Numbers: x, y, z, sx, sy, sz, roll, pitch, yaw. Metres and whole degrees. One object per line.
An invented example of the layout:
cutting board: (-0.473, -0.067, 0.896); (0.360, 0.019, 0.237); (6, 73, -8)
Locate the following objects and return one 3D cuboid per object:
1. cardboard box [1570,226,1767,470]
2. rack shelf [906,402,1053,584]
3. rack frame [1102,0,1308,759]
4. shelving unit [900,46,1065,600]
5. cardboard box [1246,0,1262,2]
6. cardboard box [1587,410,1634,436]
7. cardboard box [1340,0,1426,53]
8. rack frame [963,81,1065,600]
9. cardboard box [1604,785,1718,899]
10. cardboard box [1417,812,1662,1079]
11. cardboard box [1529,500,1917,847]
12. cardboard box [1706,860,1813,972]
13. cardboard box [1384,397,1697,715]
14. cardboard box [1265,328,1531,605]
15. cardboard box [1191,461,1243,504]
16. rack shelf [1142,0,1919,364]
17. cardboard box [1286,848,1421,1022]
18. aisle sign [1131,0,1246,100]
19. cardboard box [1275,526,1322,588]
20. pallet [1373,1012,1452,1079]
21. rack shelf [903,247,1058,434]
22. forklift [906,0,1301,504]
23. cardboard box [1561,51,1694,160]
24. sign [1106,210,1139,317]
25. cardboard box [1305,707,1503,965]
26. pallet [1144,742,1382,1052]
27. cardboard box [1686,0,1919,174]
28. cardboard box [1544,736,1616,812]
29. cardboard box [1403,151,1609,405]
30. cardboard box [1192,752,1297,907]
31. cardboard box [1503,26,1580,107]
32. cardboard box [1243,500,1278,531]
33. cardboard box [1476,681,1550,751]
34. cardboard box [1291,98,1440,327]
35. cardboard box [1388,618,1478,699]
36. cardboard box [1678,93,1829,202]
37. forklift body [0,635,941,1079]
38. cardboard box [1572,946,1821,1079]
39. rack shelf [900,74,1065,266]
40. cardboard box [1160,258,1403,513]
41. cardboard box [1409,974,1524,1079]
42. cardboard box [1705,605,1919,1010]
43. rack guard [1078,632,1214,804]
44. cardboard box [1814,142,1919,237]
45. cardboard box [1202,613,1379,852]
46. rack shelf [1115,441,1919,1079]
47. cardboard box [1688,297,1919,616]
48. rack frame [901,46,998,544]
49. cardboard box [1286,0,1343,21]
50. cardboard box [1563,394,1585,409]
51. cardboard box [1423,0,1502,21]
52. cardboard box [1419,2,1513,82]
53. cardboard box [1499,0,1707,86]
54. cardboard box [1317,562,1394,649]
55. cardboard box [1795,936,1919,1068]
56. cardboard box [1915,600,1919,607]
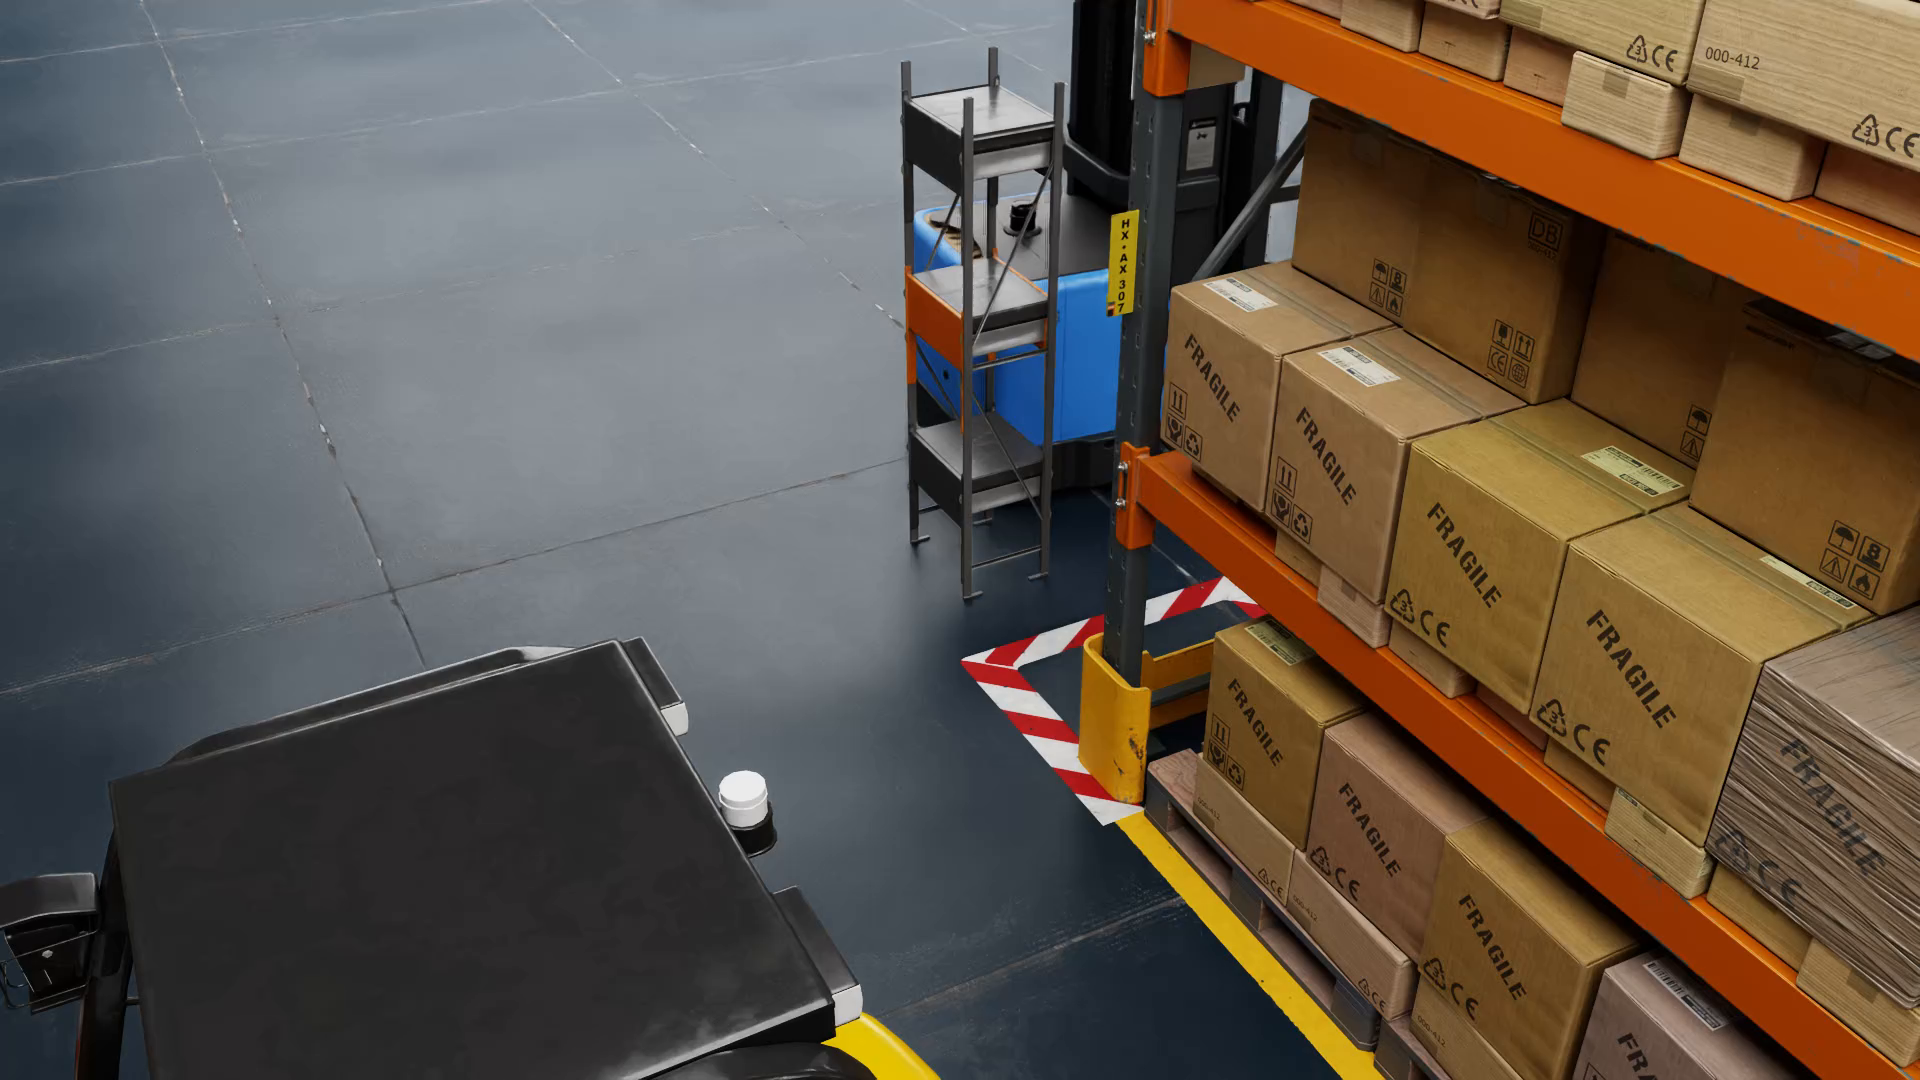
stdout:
cardboard box: (1.956, -0.531, 4.004); (0.700, 0.500, 0.500); (-16, 36, -24)
rack shelf: (0.077, -0.204, 6.945); (0.431, 0.518, 0.480); (-16, 36, -23)
rack frame: (0.967, -0.593, 5.395); (1.000, 3.000, 0.127); (-16, 36, -23)
shelving unit: (0.077, -0.805, 6.560); (0.431, 2.100, 0.503); (-16, 36, -23)
cardboard box: (0.834, -1.510, 4.279); (0.380, 0.149, 0.250); (-16, 36, -23)
cardboard box: (1.923, -0.091, 4.243); (0.500, 0.500, 0.500); (-16, 36, -23)
cardboard box: (1.129, -1.272, 3.908); (0.380, 0.149, 0.250); (-15, 36, -22)
rack frame: (0.191, -0.689, 6.379); (0.400, 2.100, 0.015); (-16, 36, -23)
cardboard box: (1.691, 0.618, 3.738); (0.380, 0.149, 0.250); (-16, 36, -23)
cardboard box: (1.584, 1.028, 4.329); (0.500, 0.500, 0.500); (-15, 36, -22)
cardboard box: (1.669, 0.265, 3.687); (0.500, 0.500, 0.500); (-17, 36, -24)
cardboard box: (1.843, 0.731, 3.561); (0.380, 0.149, 0.250); (-17, 36, -24)
cardboard box: (1.425, 0.025, 4.062); (0.500, 0.500, 0.500); (-17, 36, -24)
cardboard box: (1.186, -0.218, 4.441); (0.500, 0.500, 0.500); (-15, 35, -22)
cardboard box: (0.942, -0.273, 5.128); (0.380, 0.149, 0.250); (-16, 36, -23)
rack shelf: (1.899, -0.599, 3.290); (1.077, 0.370, 4.000); (-16, 36, -23)
cardboard box: (1.329, 1.088, 4.931); (0.500, 0.250, 0.500); (-15, 35, -21)
aisle sign: (0.663, -1.639, 4.618); (0.394, 0.787, 0.004); (-16, 36, -23)
cardboard box: (1.124, -0.009, 4.716); (0.380, 0.149, 0.250); (-17, 36, -25)
pallet: (1.914, 1.596, 4.564); (1.003, 0.211, 1.213); (-16, 36, -23)
rack shelf: (0.077, -0.794, 6.568); (0.431, 0.518, 0.480); (-16, 36, -23)
forklift: (1.307, -1.899, 7.497); (3.031, 2.935, 1.130); (-13, 35, -19)
cardboard box: (1.440, -0.894, 3.318); (0.380, 0.149, 0.250); (-15, 36, -23)
sign: (0.487, -0.821, 4.948); (0.100, 0.325, 0.005); (-16, 36, -23)
cardboard box: (1.357, 0.786, 4.706); (0.500, 0.500, 0.500); (-17, 36, -25)
pallet: (1.350, 1.014, 5.471); (1.003, 0.211, 1.213); (-16, 36, -23)
cardboard box: (1.676, -0.879, 2.923); (0.500, 0.250, 0.500); (-15, 36, -22)
cardboard box: (1.625, 0.483, 3.948); (0.380, 0.149, 0.250); (-17, 36, -24)
cardboard box: (1.627, -0.749, 4.343); (0.700, 0.500, 0.500); (-16, 36, -23)
cardboard box: (1.098, 0.843, 5.314); (0.500, 0.250, 0.500); (-16, 36, -23)
cardboard box: (1.393, -1.035, 3.537); (0.380, 0.149, 0.250); (-17, 36, -25)
cardboard box: (1.072, -0.156, 4.946); (0.380, 0.149, 0.250); (-15, 36, -22)
cardboard box: (1.528, 0.350, 4.156); (0.380, 0.149, 0.250); (-15, 35, -22)
cardboard box: (1.398, -0.992, 4.723); (0.700, 0.500, 0.500); (-17, 36, -24)
cardboard box: (1.352, 0.239, 4.330); (0.380, 0.149, 0.250); (-15, 36, -22)
cardboard box: (1.599, -0.779, 3.137); (0.380, 0.149, 0.250); (-17, 36, -24)
forklift body: (-0.925, 1.461, 2.976); (2.313, 2.155, 1.214); (-16, 36, -23)
cardboard box: (1.841, 1.281, 3.935); (0.500, 0.500, 0.500); (-14, 35, -21)
rack shelf: (0.077, -1.383, 6.190); (0.431, 0.518, 0.480); (-16, 36, -23)
cardboard box: (0.942, -0.464, 4.826); (0.500, 0.500, 0.500); (-16, 36, -24)
cardboard box: (1.595, 1.345, 4.529); (0.500, 0.250, 0.500); (-13, 35, -20)
cardboard box: (1.912, 0.509, 3.307); (0.500, 0.500, 0.500); (-15, 36, -22)
rack guard: (1.002, 0.496, 6.012); (1.175, 0.500, 0.348); (-16, 36, -23)
cardboard box: (1.778, -0.677, 2.978); (0.380, 0.149, 0.250); (-16, 36, -24)
cardboard box: (1.110, 0.538, 5.094); (0.500, 0.500, 0.500); (-17, 36, -25)
rack shelf: (1.899, 0.665, 4.099); (1.077, 0.370, 4.000); (-16, 36, -23)
cardboard box: (2.066, -0.258, 3.577); (0.700, 0.500, 0.500); (-16, 36, -23)
rack frame: (-0.037, -0.922, 6.742); (0.400, 2.100, 0.015); (-16, 36, -23)
cardboard box: (1.036, -1.407, 4.118); (0.380, 0.149, 0.250); (-17, 36, -25)
cardboard box: (1.693, -0.330, 4.617); (0.500, 0.500, 0.500); (-16, 36, -23)
cardboard box: (1.192, -1.368, 3.688); (0.500, 0.250, 0.500); (-16, 36, -24)
cardboard box: (1.266, -1.160, 3.733); (0.380, 0.149, 0.250); (-16, 36, -23)
cardboard box: (1.454, -1.128, 3.312); (0.500, 0.250, 0.500); (-15, 35, -22)
cardboard box: (1.202, 0.124, 4.509); (0.380, 0.149, 0.250); (-15, 36, -22)
cardboard box: (1.935, 0.861, 3.358); (0.380, 0.149, 0.250); (-16, 36, -24)
cardboard box: (2.143, 0.156, 3.858); (0.500, 0.500, 0.500); (-15, 36, -23)
